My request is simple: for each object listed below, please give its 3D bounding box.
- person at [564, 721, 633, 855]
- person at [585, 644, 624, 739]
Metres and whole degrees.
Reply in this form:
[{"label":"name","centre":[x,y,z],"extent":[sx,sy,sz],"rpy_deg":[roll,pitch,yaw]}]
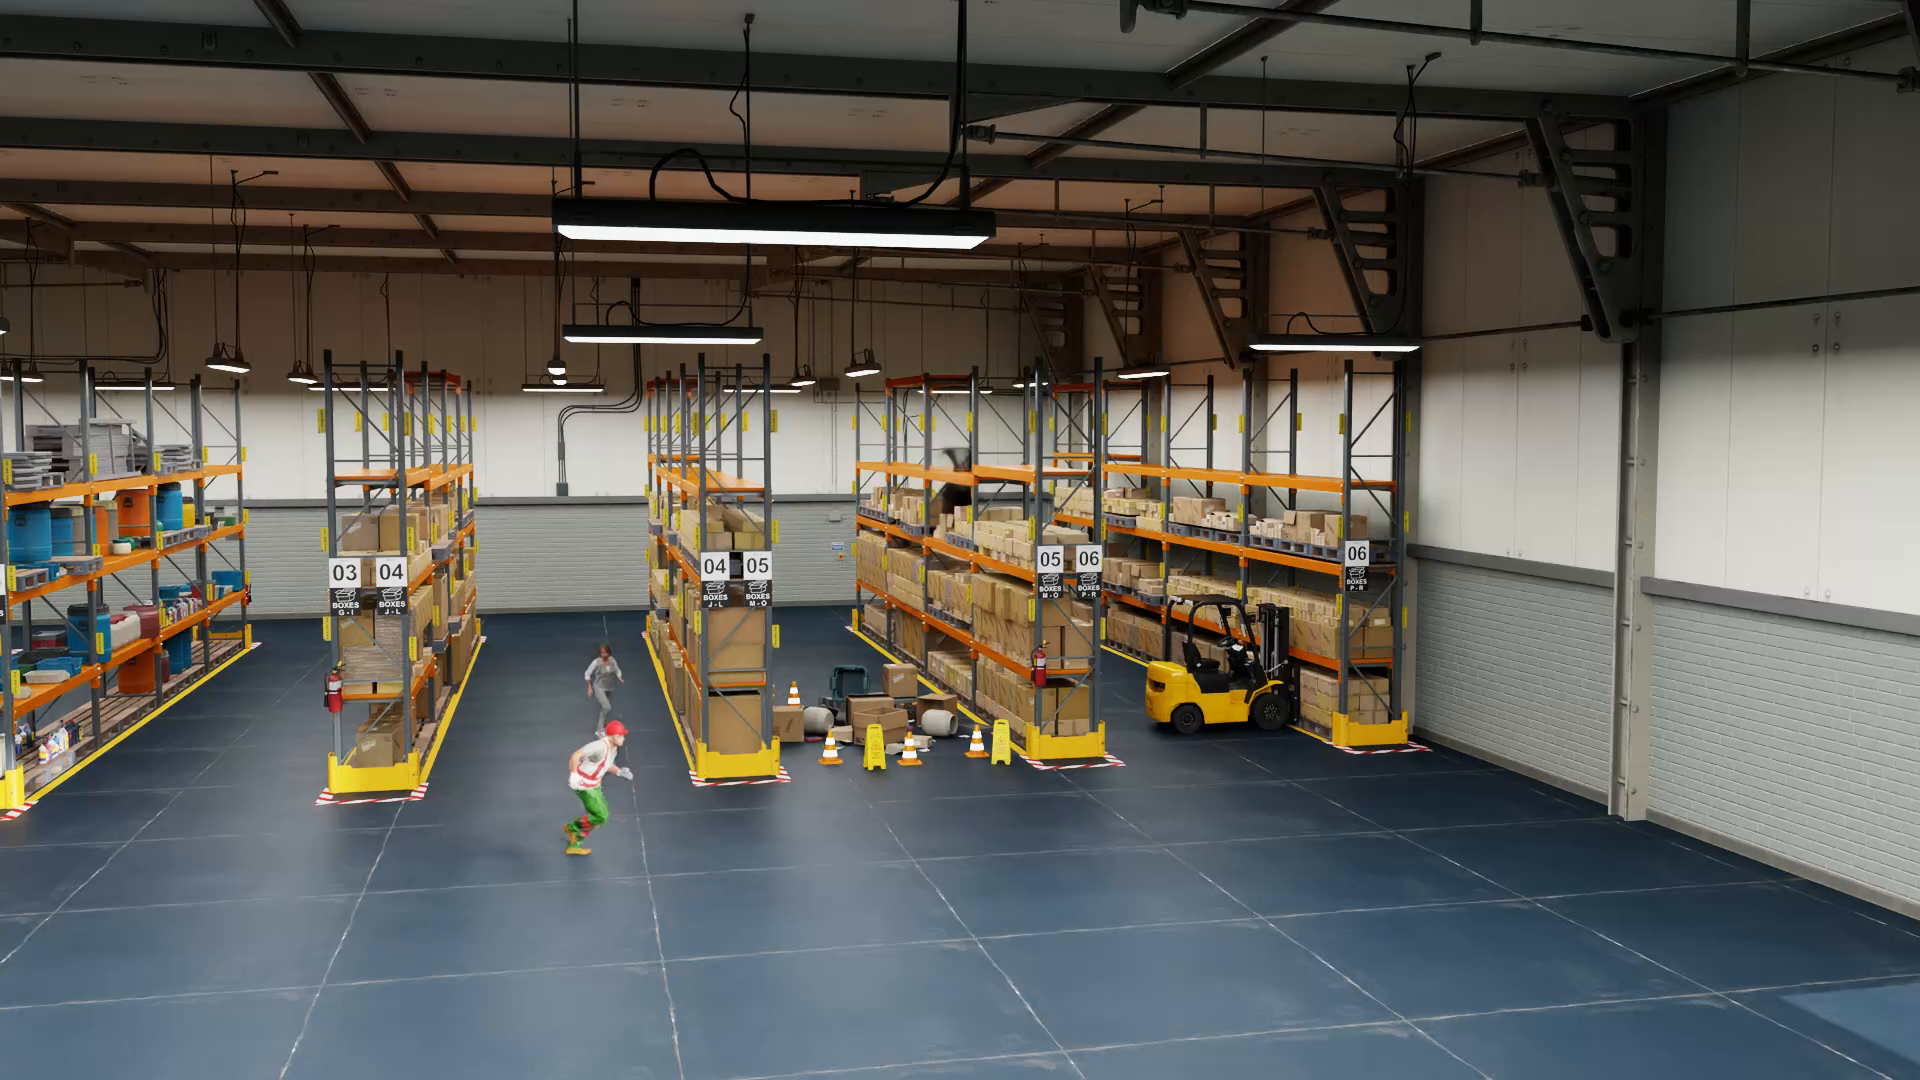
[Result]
[{"label":"person","centre":[-4.203,2.875,19.185],"extent":[0.810,1.590,0.697],"rpy_deg":[1,4,12]},{"label":"person","centre":[-5.646,2.418,26.574],"extent":[0.759,1.550,0.553],"rpy_deg":[3,5,35]}]
